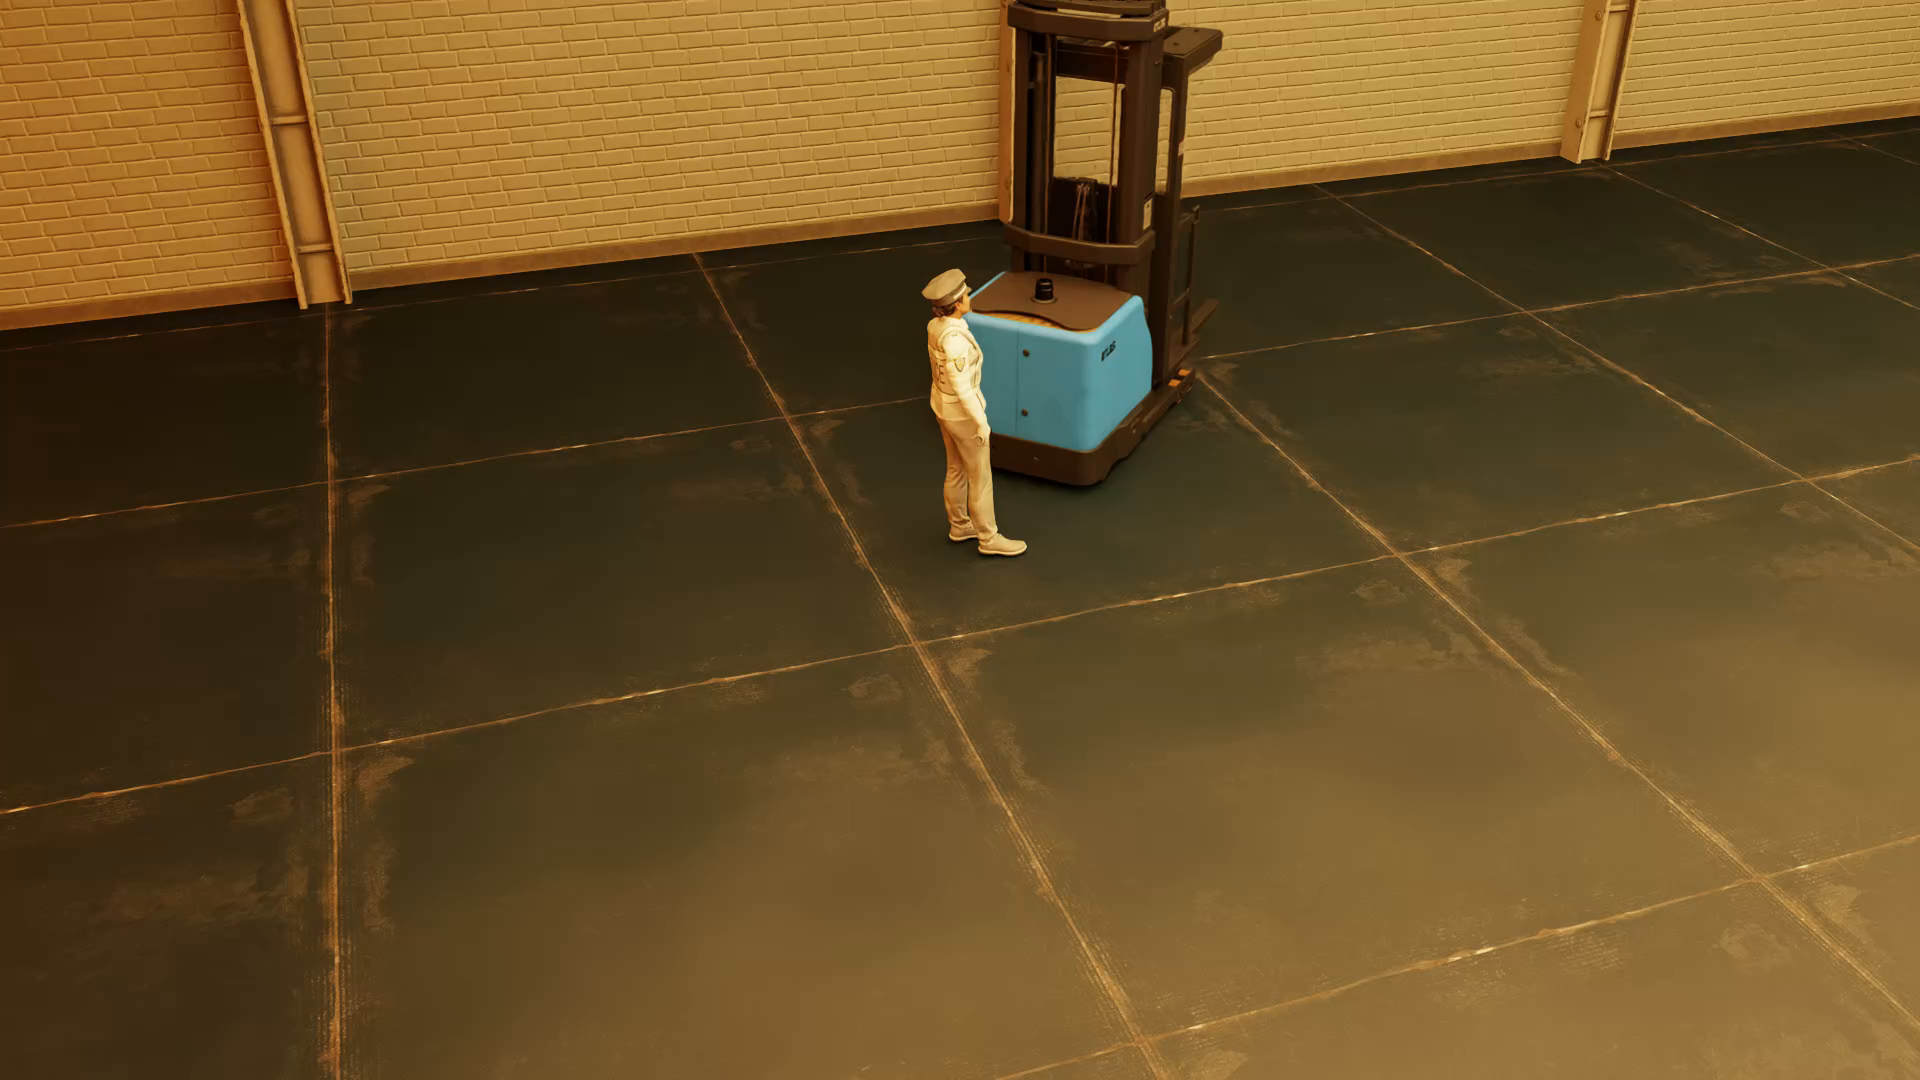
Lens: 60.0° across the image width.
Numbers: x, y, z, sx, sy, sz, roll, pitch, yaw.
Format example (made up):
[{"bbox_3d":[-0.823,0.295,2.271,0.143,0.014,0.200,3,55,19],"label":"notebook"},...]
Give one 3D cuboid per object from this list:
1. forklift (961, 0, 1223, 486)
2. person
[{"bbox_3d":[1.024,-2.321,11.120,1.130,2.935,3.031,14,33,23],"label":"forklift"},{"bbox_3d":[0.067,-0.748,9.613,0.531,1.695,0.588,-10,31,-16],"label":"person"}]
